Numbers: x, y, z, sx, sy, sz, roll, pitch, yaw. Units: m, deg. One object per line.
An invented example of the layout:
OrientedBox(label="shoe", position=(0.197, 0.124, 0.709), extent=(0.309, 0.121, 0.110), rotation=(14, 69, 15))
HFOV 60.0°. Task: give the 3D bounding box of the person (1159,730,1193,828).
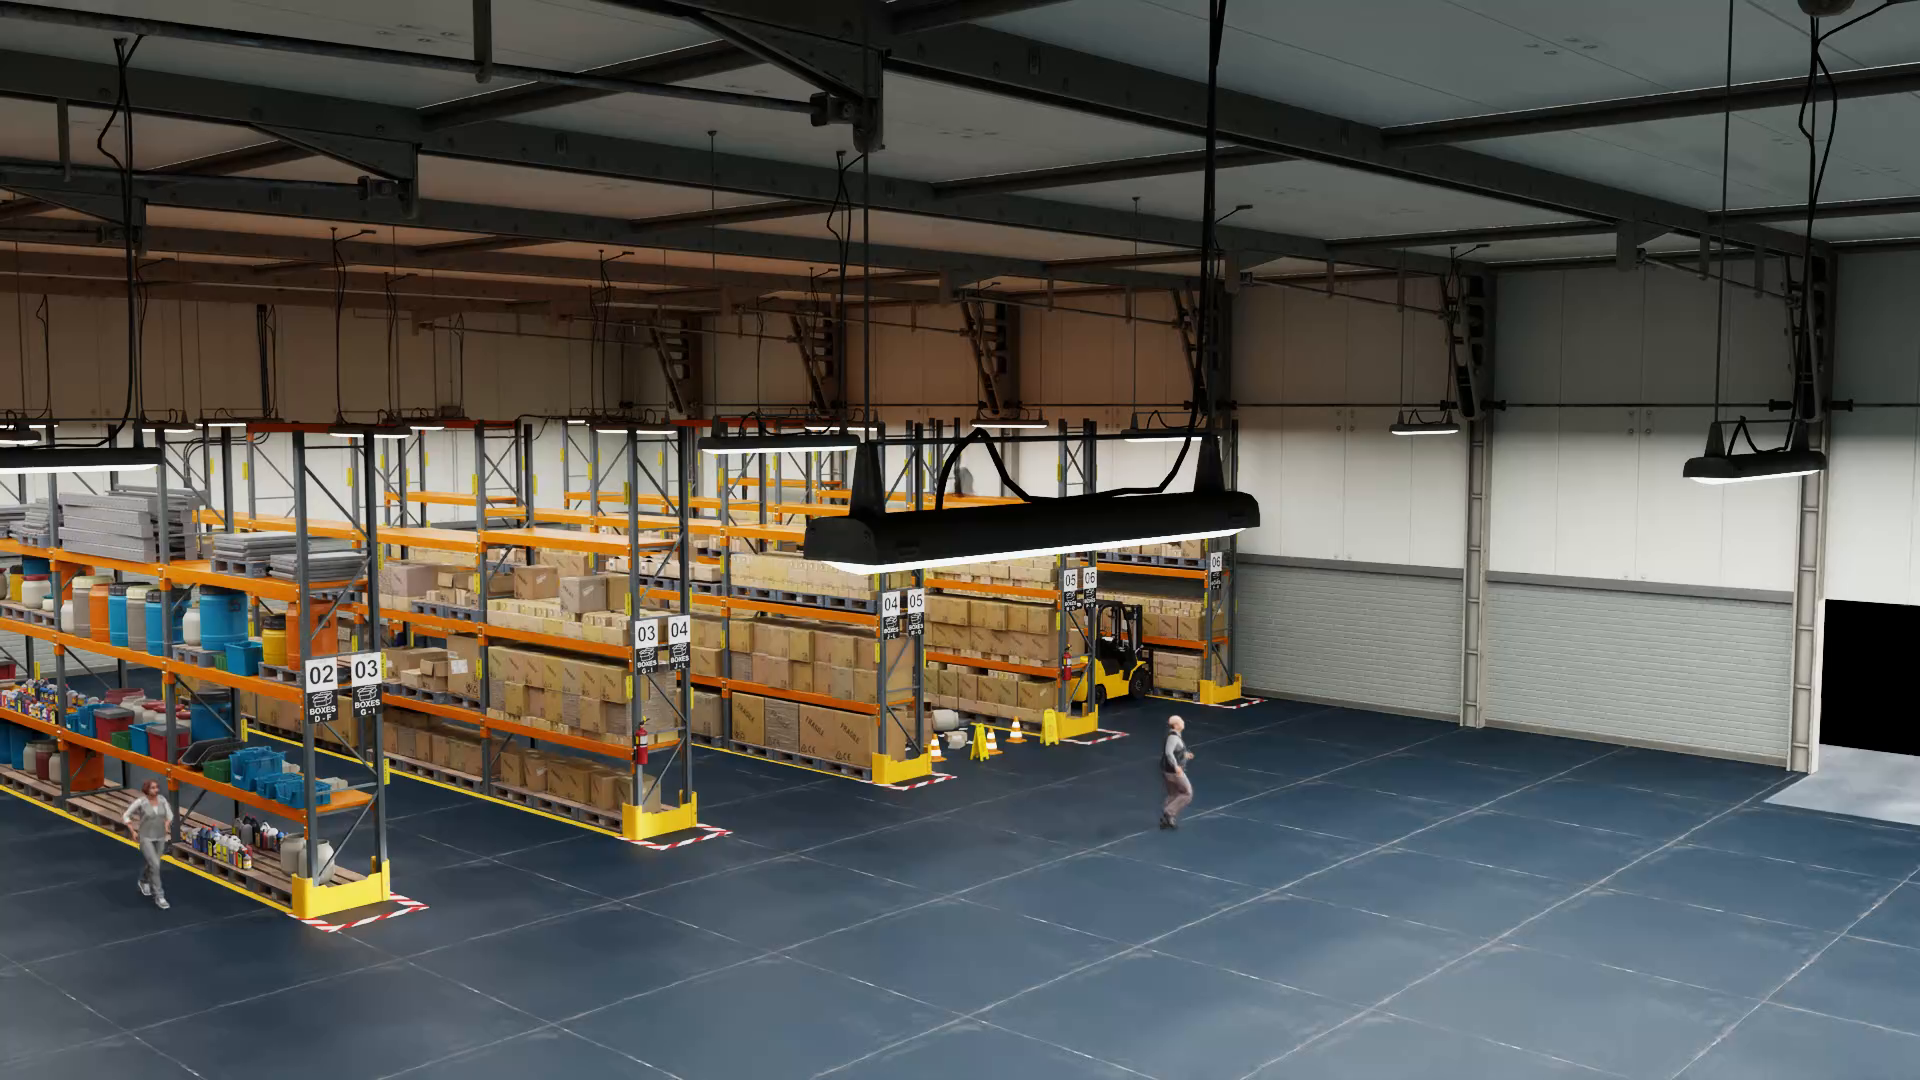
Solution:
OrientedBox(label="person", position=(-6.480, 3.093, 30.683), extent=(17.129, 1.464, 15.859), rotation=(-1, 5, -12))

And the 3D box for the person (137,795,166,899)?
OrientedBox(label="person", position=(-10.268, 3.859, 21.062), extent=(0.677, 1.285, 0.346), rotation=(3, 6, 35))

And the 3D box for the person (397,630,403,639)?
OrientedBox(label="person", position=(-13.440, 1.968, 40.091), extent=(0.472, 0.855, 0.612), rotation=(-2, 5, -23))
